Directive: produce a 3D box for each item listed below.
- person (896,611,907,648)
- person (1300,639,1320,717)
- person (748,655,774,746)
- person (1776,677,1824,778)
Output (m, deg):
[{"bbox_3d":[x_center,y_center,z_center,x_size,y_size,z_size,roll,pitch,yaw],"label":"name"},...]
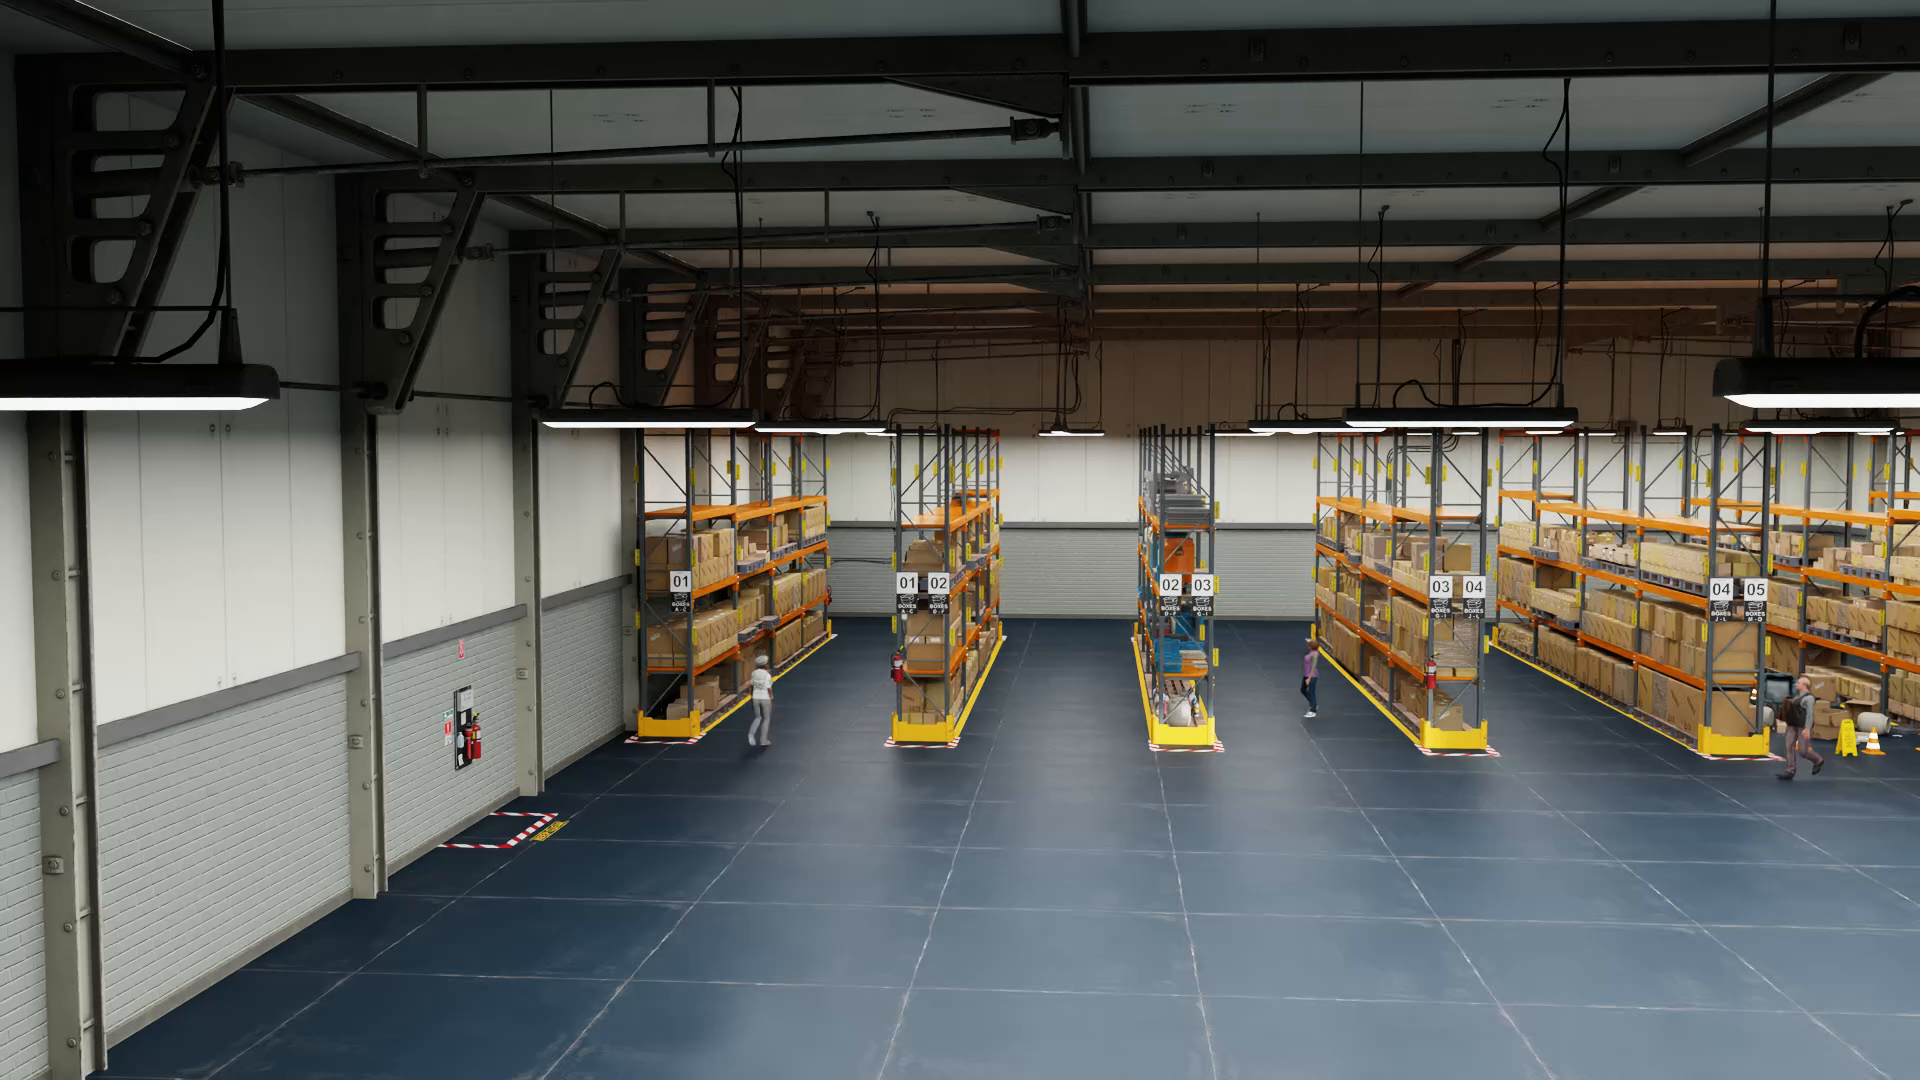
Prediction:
[{"bbox_3d":[-1.412,2.129,44.496,0.584,1.739,0.992,0,3,4],"label":"person"},{"bbox_3d":[7.234,2.832,34.306,0.384,1.598,0.512,-1,4,-11],"label":"person"},{"bbox_3d":[-3.698,2.986,30.865,0.460,1.686,0.503,2,4,28],"label":"person"},{"bbox_3d":[14.184,3.162,27.984,0.727,1.709,0.527,-2,4,-24],"label":"person"}]
